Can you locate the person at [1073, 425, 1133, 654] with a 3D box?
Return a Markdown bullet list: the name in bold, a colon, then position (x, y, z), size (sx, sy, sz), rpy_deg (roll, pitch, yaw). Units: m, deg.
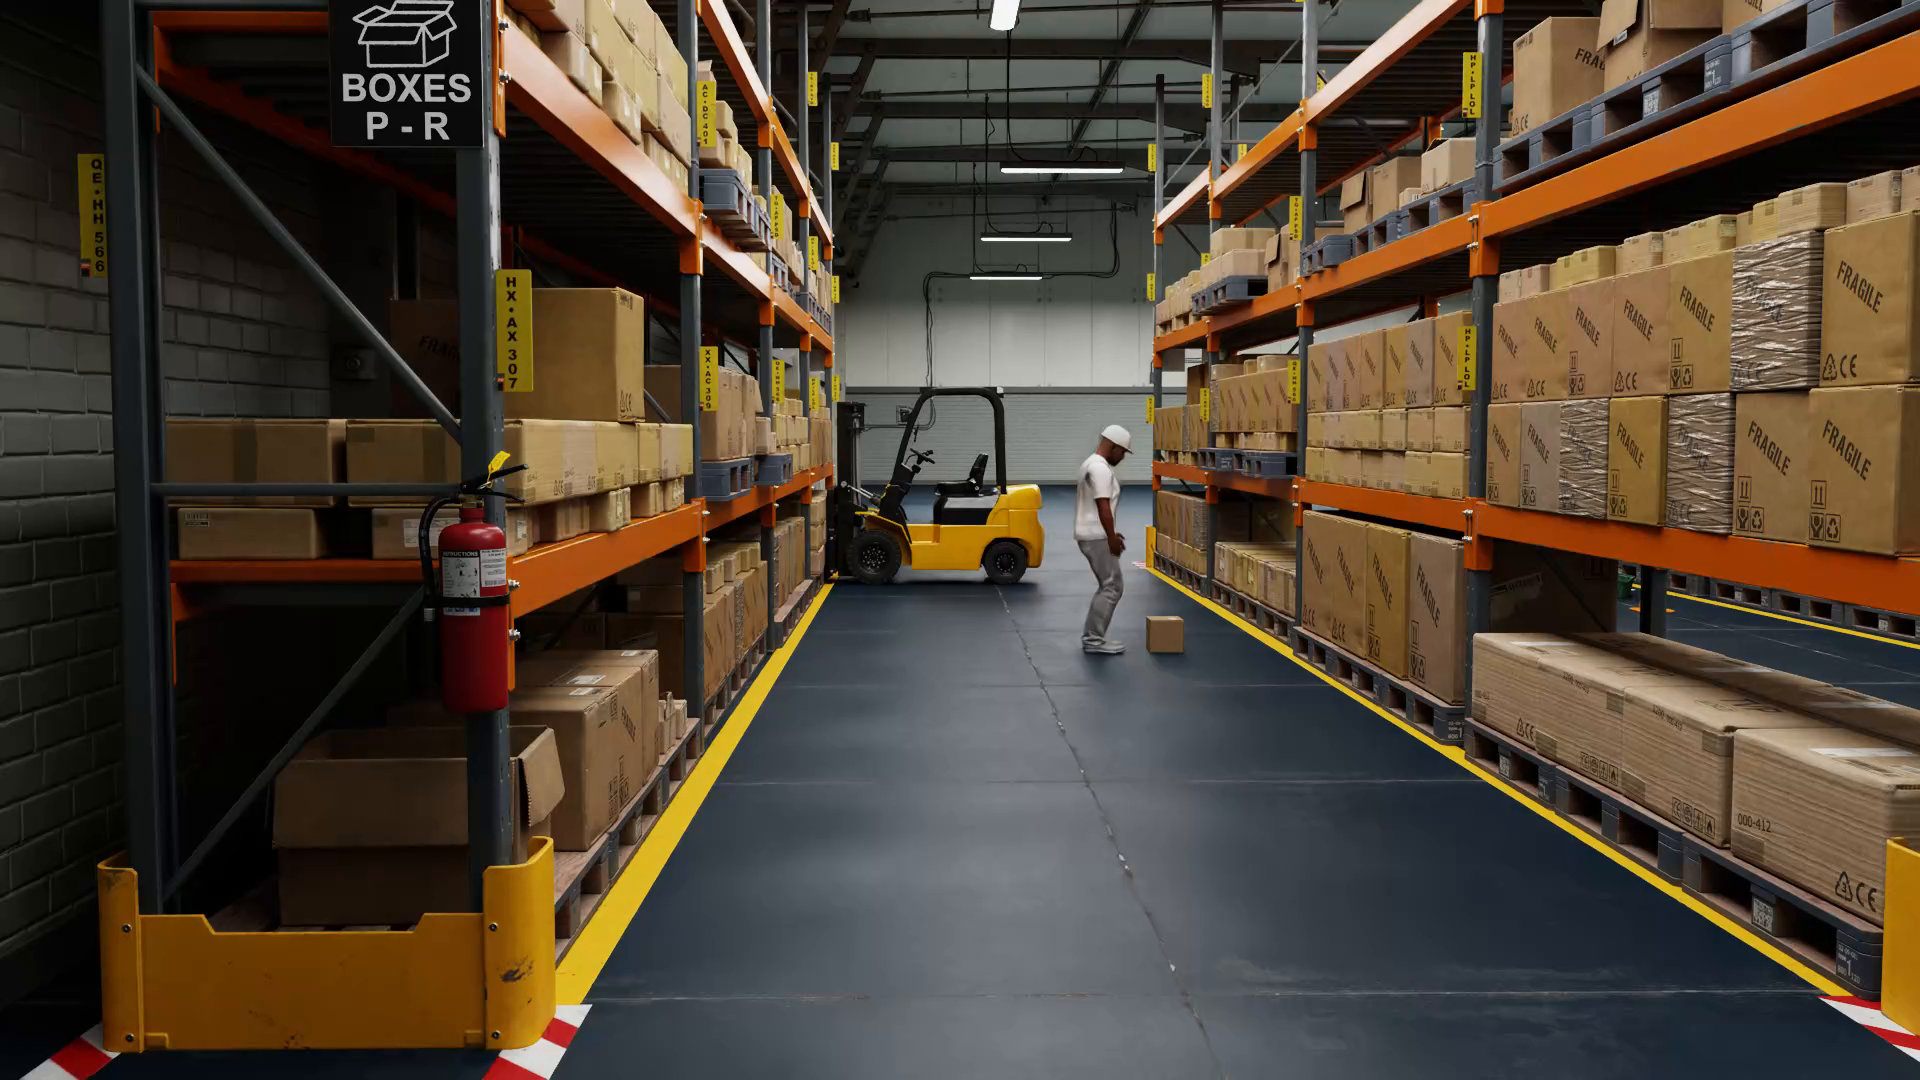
- **person**: position (1.089, -0.010, 12.627), size (0.453, 1.716, 0.591), rpy_deg (0, 4, 0)
